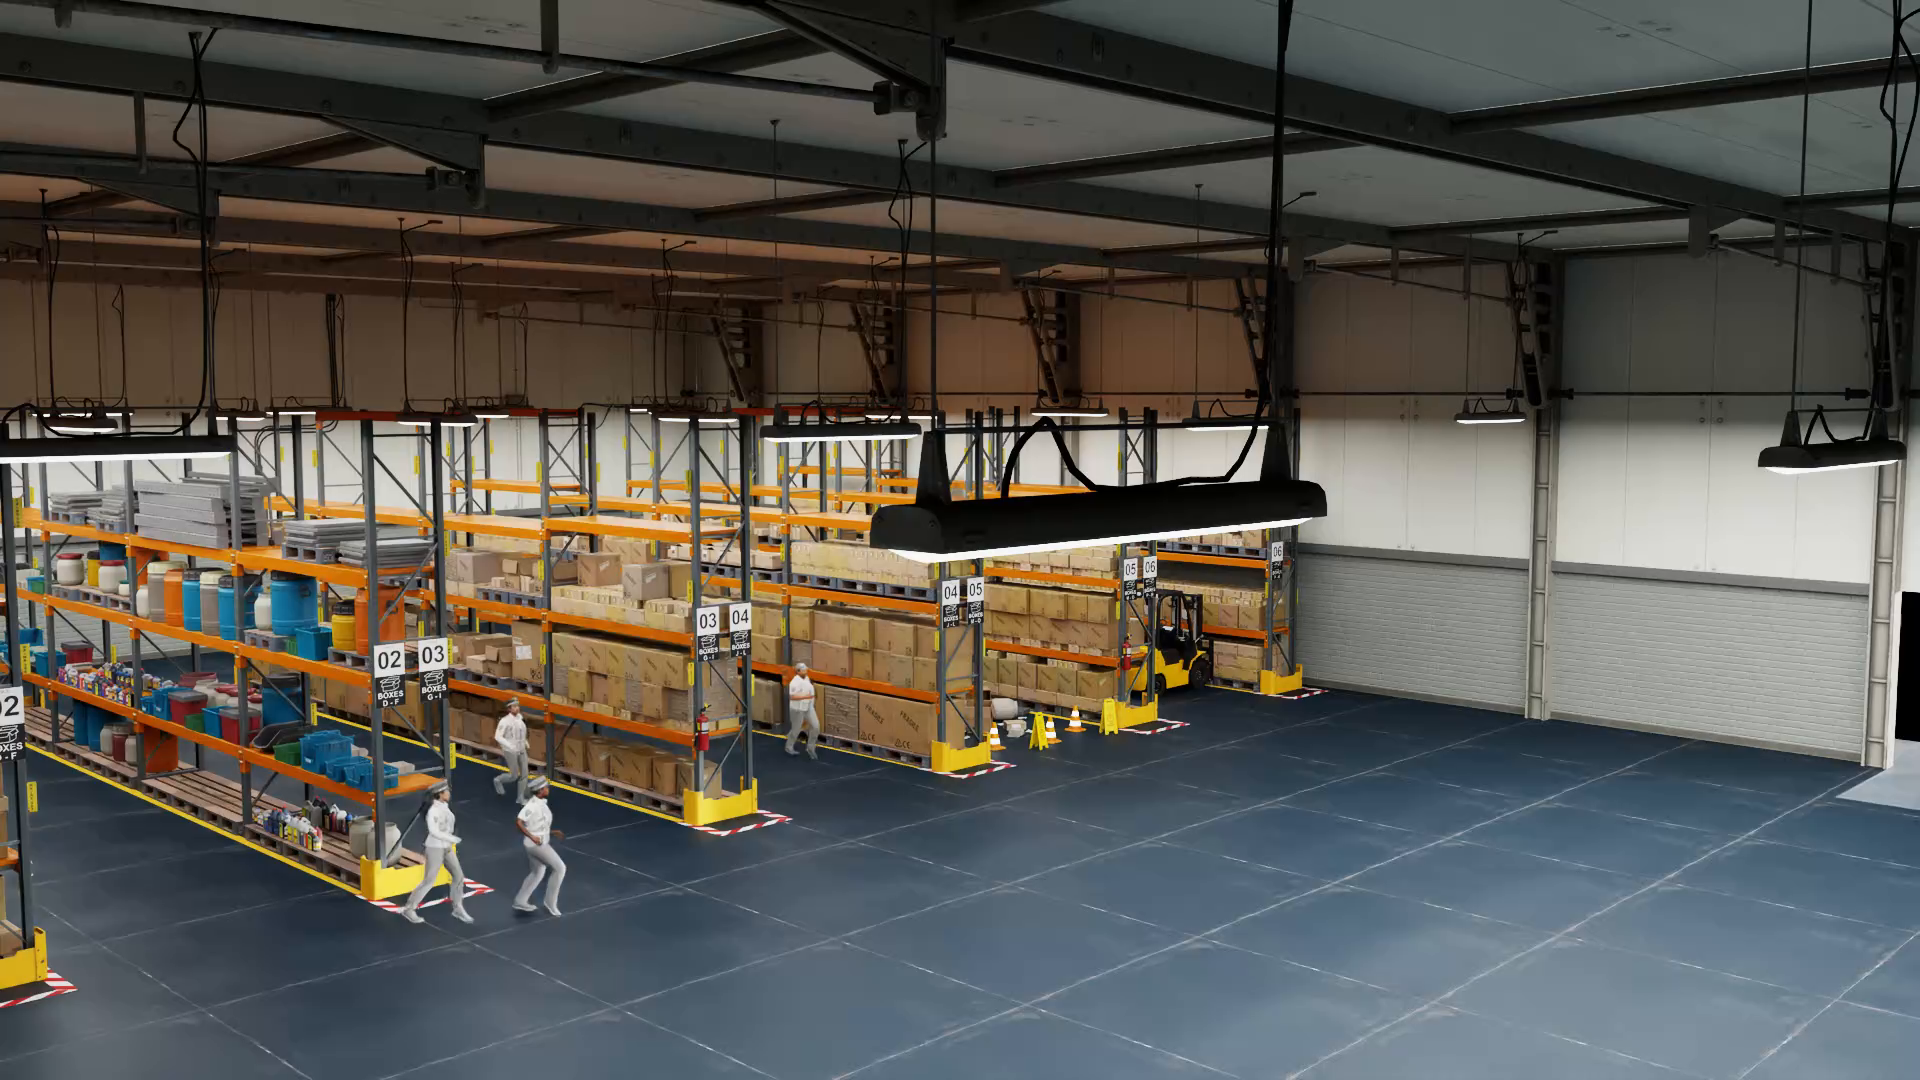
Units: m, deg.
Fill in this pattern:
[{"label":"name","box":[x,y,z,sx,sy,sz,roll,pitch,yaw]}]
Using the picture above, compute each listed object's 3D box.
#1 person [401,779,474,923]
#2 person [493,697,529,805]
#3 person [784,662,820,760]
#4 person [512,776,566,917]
[{"label":"person","box":[-6.235,3.725,19.926,0.811,1.706,0.678,0,5,-3]},{"label":"person","box":[-6.878,3.229,25.607,0.729,1.659,0.631,3,6,30]},{"label":"person","box":[-2.742,2.969,28.783,0.746,1.725,0.583,4,7,41]},{"label":"person","box":[-5.111,3.718,20.176,0.672,1.711,0.571,-1,5,-7]}]
